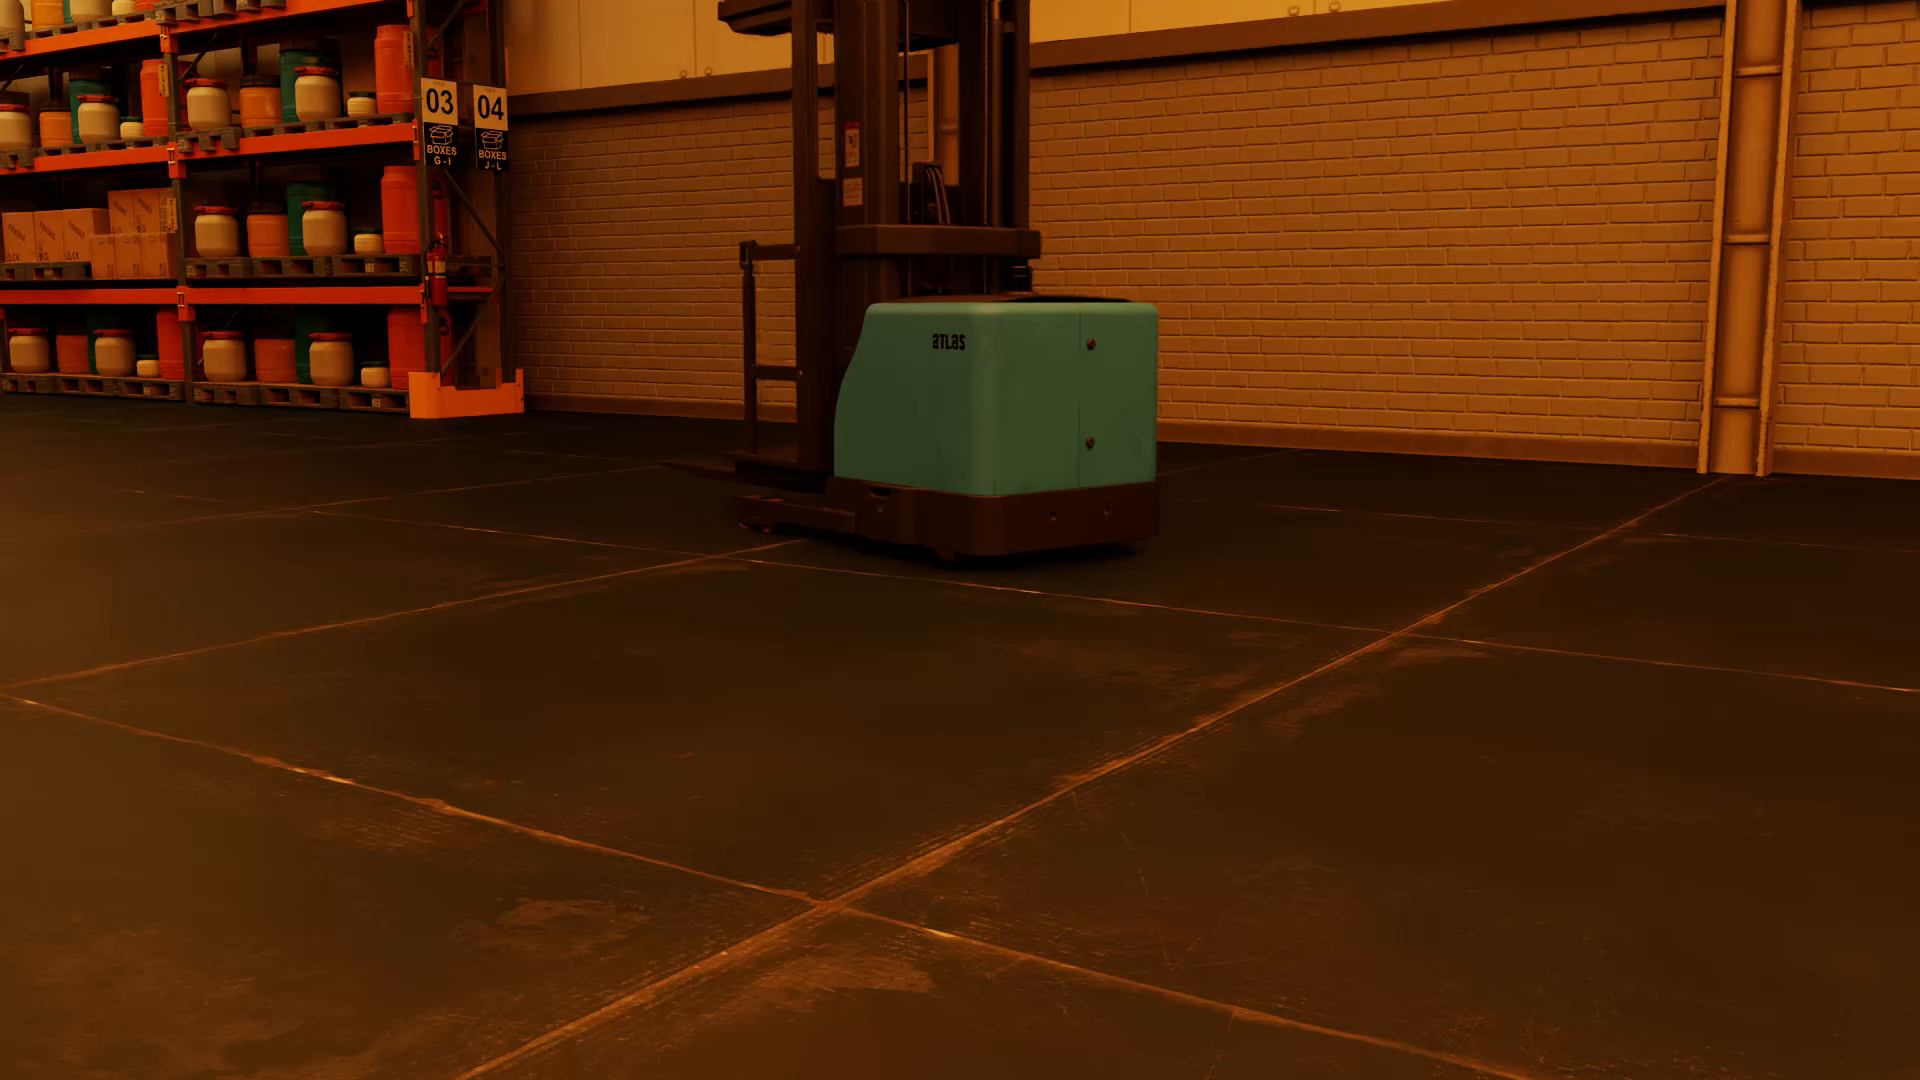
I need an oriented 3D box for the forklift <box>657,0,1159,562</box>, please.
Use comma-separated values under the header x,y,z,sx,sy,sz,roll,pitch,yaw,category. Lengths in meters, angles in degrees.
x,y,z,sx,sy,sz,roll,pitch,yaw,category
-0.445,-1.522,7.896,1.130,2.935,3.031,-6,10,-38,forklift
